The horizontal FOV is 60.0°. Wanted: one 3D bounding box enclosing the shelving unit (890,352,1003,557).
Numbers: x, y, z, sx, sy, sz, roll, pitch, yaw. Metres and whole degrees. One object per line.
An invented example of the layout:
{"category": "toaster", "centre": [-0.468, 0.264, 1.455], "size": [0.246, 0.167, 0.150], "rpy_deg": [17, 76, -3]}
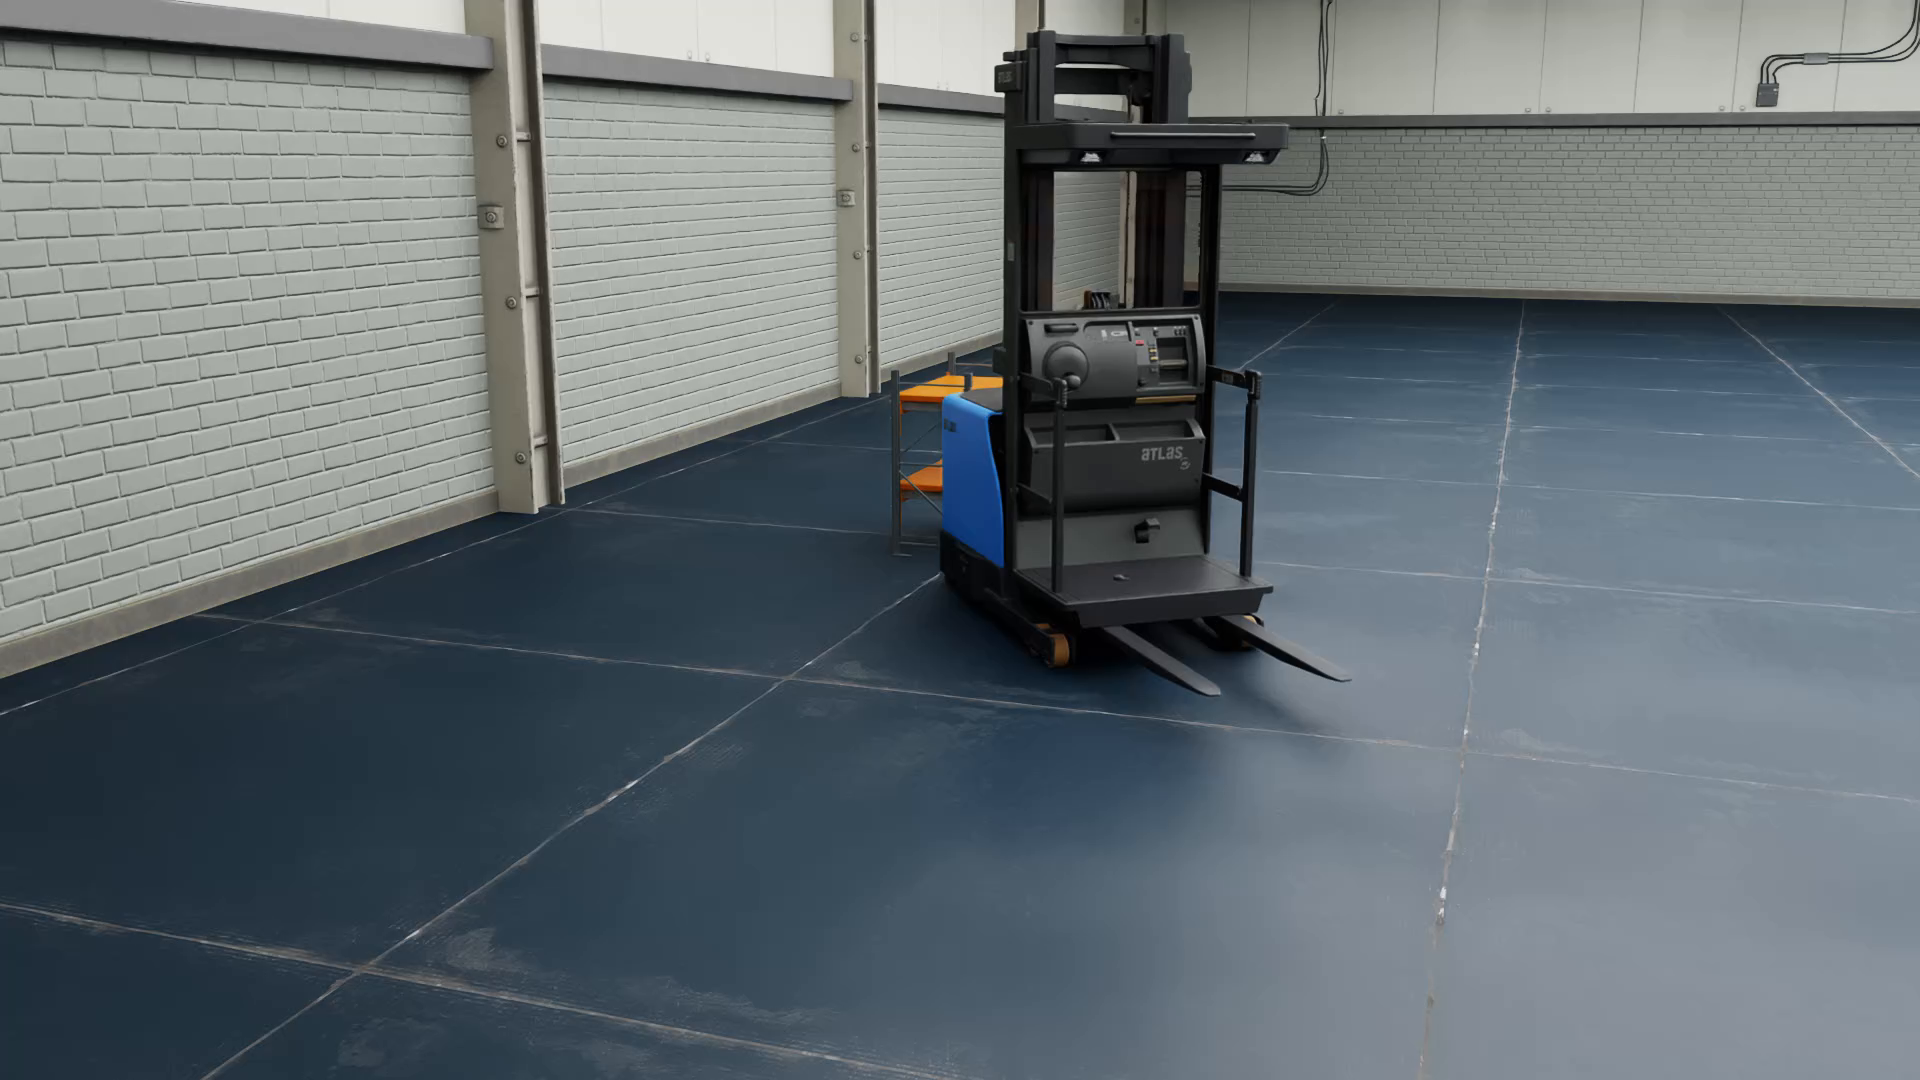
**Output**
{"category": "shelving unit", "centre": [-0.002, -0.547, 10.357], "size": [0.538, 1.125, 1.048], "rpy_deg": [4, 14, 18]}

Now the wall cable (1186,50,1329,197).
{"category": "wall cable", "centre": [5.062, -7.418, 29.742], "size": [3.097, 2.526, 0.112], "rpy_deg": [4, 14, 18]}

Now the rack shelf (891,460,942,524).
{"category": "rack shelf", "centre": [-0.002, -0.309, 10.411], "size": [0.538, 0.278, 1.000], "rpy_deg": [4, 14, 18]}

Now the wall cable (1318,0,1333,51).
{"category": "wall cable", "centre": [7.621, -9.685, 28.327], "size": [3.097, 2.526, 0.112], "rpy_deg": [4, 14, 18]}

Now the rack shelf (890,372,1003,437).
{"category": "rack shelf", "centre": [-0.002, -0.832, 10.291], "size": [0.538, 0.278, 1.000], "rpy_deg": [4, 14, 18]}

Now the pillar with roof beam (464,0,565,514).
{"category": "pillar with roof beam", "centre": [1.107, -4.307, 9.133], "size": [9.100, 9.000, 0.400], "rpy_deg": [4, 14, 18]}

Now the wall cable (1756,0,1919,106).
{"category": "wall cable", "centre": [14.039, -9.903, 26.009], "size": [2.305, 6.003, 0.169], "rpy_deg": [4, 14, 18]}

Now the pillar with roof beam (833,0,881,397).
{"category": "pillar with roof beam", "centre": [3.048, -5.570, 14.668], "size": [9.100, 9.000, 0.400], "rpy_deg": [4, 14, 18]}

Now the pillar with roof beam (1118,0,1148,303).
{"category": "pillar with roof beam", "centre": [6.931, -8.097, 25.738], "size": [9.100, 9.000, 0.400], "rpy_deg": [4, 14, 18]}

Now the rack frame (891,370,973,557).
{"category": "rack frame", "centre": [-0.167, -0.440, 9.888], "size": [0.500, 1.125, 0.032], "rpy_deg": [4, 14, 18]}

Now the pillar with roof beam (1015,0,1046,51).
{"category": "pillar with roof beam", "centre": [4.989, -6.833, 20.203], "size": [9.100, 9.000, 0.400], "rpy_deg": [4, 14, 18]}

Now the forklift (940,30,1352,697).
{"category": "forklift", "centre": [0.838, -0.925, 7.954], "size": [1.130, 2.935, 3.031], "rpy_deg": [-4, 14, -18]}

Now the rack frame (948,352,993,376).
{"category": "rack frame", "centre": [0.162, -0.654, 10.825], "size": [0.500, 1.125, 0.032], "rpy_deg": [4, 14, 18]}
